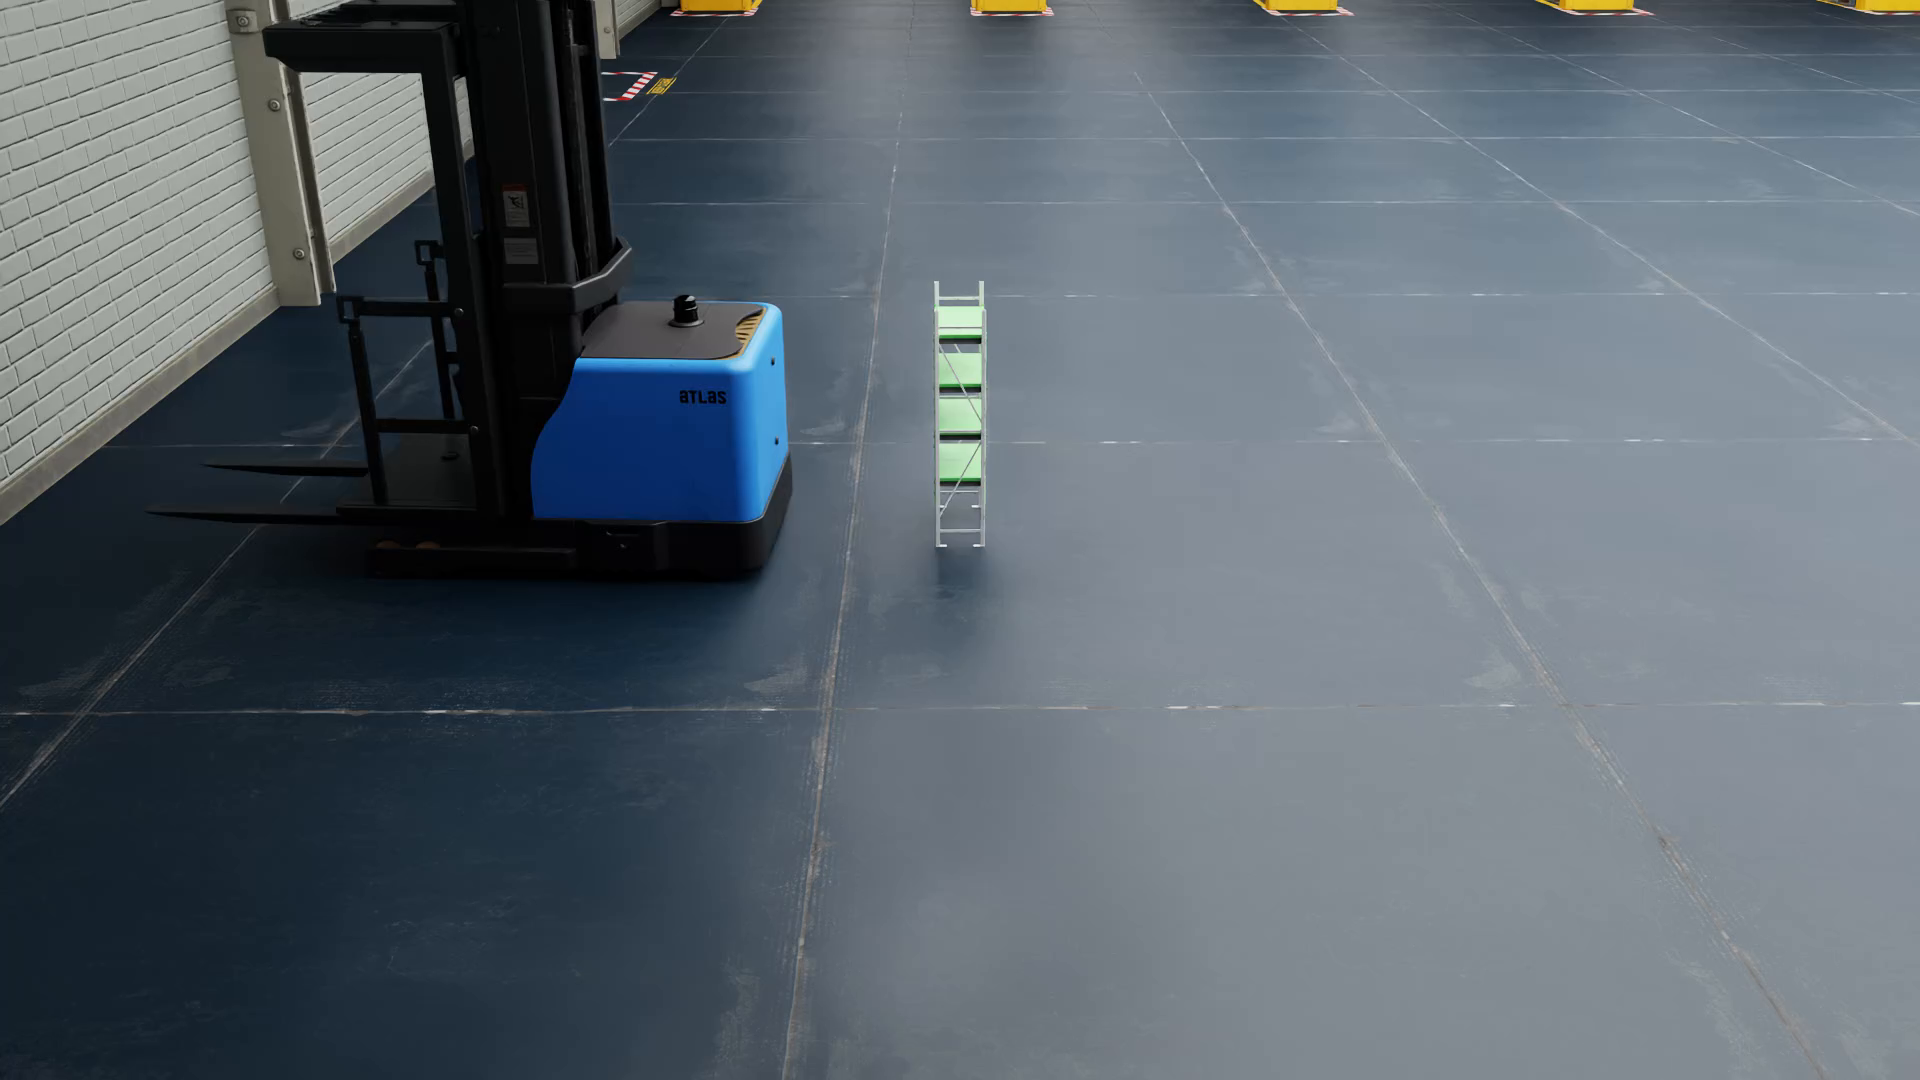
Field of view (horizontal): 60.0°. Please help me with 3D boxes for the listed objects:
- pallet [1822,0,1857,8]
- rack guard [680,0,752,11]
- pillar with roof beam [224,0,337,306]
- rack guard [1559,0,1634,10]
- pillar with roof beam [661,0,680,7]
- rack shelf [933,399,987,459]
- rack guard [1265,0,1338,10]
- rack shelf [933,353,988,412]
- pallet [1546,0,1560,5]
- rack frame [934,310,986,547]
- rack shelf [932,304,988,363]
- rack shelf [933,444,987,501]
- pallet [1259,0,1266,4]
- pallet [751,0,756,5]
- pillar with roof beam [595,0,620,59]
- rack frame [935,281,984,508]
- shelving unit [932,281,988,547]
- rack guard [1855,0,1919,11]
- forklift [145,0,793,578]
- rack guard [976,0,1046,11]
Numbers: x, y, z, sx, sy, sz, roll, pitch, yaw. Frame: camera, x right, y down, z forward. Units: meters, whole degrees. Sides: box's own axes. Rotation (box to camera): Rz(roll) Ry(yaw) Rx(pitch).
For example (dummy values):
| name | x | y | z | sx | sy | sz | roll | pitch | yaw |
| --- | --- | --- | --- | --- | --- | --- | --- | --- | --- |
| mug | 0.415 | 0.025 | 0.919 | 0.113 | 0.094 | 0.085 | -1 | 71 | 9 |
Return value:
| name | x | y | z | sx | sy | sz | roll | pitch | yaw |
| --- | --- | --- | --- | --- | --- | --- | --- | --- | --- |
| pallet | 15.632 | -9.374 | 28.720 | 1.003 | 0.211 | 1.213 | 0 | 24 | -1 |
| rack guard | -4.102 | -9.160 | 27.897 | 1.175 | 0.500 | 0.348 | 0 | 24 | -1 |
| pillar with roof beam | -0.472 | -5.888 | 10.349 | 9.100 | 9.000 | 0.400 | 0 | 24 | -1 |
| rack guard | 10.757 | -9.227 | 28.044 | 1.175 | 0.500 | 0.348 | 0 | 24 | -1 |
| pillar with roof beam | -0.669 | -13.305 | 26.748 | 9.100 | 9.000 | 0.400 | 0 | 24 | -1 |
| rack shelf | -0.002 | -0.557 | 8.180 | 0.258 | 0.148 | 0.480 | 0 | 24 | -1 |
| rack guard | 5.758 | -9.204 | 27.995 | 1.175 | 0.500 | 0.348 | 0 | 24 | -1 |
| rack shelf | -0.002 | -0.775 | 8.081 | 0.258 | 0.148 | 0.480 | 0 | 24 | -1 |
| pallet | 10.784 | -9.430 | 28.845 | 1.003 | 0.211 | 1.213 | 0 | 24 | -1 |
| rack frame | 0.001 | -0.514 | 7.931 | 0.240 | 1.200 | 0.015 | 0 | 24 | -1 |
| rack shelf | -0.002 | -0.994 | 7.982 | 0.258 | 0.148 | 0.480 | 0 | 24 | -1 |
| rack shelf | -0.002 | -0.338 | 8.279 | 0.258 | 0.148 | 0.480 | 0 | 24 | -1 |
| pallet | 5.754 | -9.408 | 28.795 | 1.003 | 0.211 | 1.213 | 0 | 24 | -1 |
| pallet | -4.075 | -9.363 | 28.697 | 1.003 | 0.211 | 1.213 | 0 | 24 | -1 |
| pillar with roof beam | -0.603 | -10.833 | 21.282 | 9.100 | 9.000 | 0.400 | 0 | 24 | -1 |
| rack frame | -0.004 | -0.715 | 8.376 | 0.240 | 1.200 | 0.015 | 0 | 24 | -1 |
| shelving unit | -0.002 | -0.615 | 8.154 | 0.258 | 1.200 | 0.503 | 0 | 24 | -1 |
| rack guard | 15.719 | -9.166 | 27.911 | 1.175 | 0.500 | 0.348 | 0 | 24 | -1 |
| forklift | -2.404 | -1.375 | 7.734 | 3.031 | 2.935 | 1.130 | 1 | 24 | 3 |
| rack guard | 0.853 | -9.143 | 27.858 | 1.175 | 0.500 | 0.348 | 0 | 24 | -1 |
